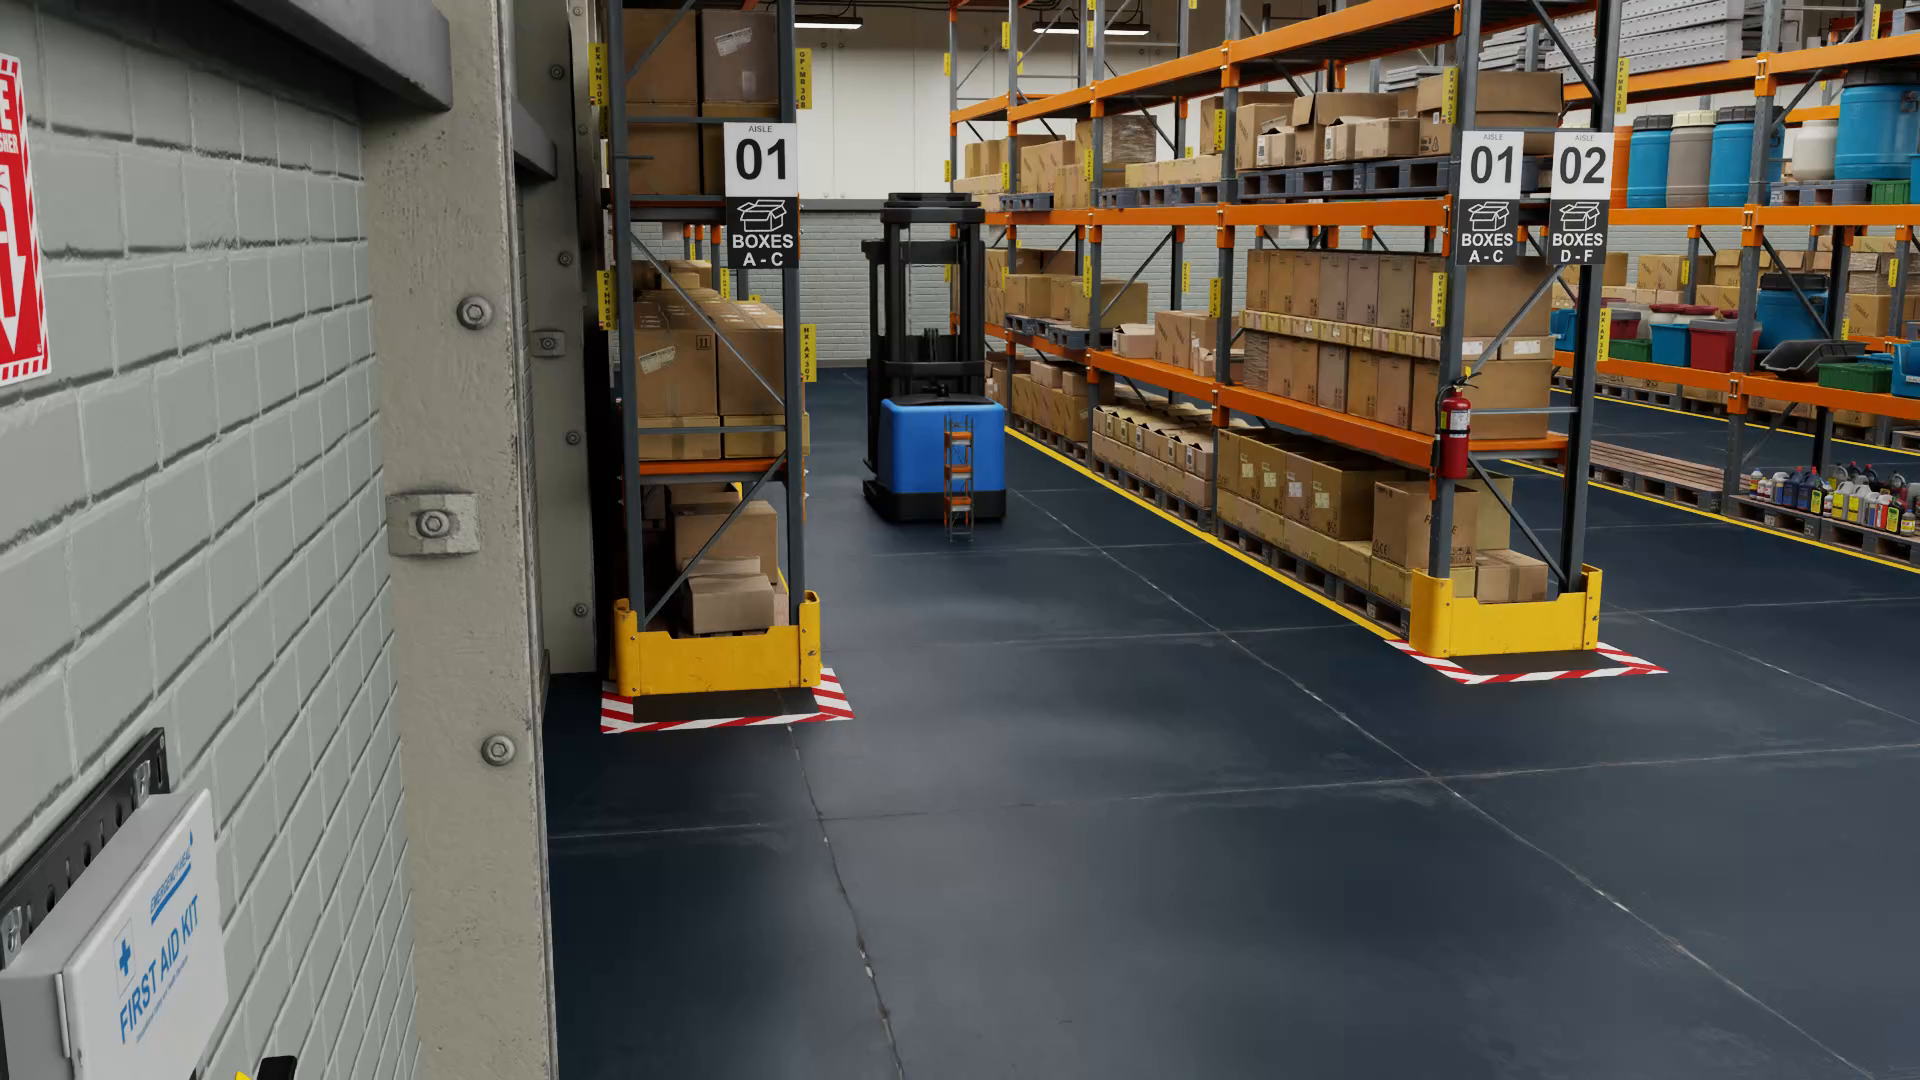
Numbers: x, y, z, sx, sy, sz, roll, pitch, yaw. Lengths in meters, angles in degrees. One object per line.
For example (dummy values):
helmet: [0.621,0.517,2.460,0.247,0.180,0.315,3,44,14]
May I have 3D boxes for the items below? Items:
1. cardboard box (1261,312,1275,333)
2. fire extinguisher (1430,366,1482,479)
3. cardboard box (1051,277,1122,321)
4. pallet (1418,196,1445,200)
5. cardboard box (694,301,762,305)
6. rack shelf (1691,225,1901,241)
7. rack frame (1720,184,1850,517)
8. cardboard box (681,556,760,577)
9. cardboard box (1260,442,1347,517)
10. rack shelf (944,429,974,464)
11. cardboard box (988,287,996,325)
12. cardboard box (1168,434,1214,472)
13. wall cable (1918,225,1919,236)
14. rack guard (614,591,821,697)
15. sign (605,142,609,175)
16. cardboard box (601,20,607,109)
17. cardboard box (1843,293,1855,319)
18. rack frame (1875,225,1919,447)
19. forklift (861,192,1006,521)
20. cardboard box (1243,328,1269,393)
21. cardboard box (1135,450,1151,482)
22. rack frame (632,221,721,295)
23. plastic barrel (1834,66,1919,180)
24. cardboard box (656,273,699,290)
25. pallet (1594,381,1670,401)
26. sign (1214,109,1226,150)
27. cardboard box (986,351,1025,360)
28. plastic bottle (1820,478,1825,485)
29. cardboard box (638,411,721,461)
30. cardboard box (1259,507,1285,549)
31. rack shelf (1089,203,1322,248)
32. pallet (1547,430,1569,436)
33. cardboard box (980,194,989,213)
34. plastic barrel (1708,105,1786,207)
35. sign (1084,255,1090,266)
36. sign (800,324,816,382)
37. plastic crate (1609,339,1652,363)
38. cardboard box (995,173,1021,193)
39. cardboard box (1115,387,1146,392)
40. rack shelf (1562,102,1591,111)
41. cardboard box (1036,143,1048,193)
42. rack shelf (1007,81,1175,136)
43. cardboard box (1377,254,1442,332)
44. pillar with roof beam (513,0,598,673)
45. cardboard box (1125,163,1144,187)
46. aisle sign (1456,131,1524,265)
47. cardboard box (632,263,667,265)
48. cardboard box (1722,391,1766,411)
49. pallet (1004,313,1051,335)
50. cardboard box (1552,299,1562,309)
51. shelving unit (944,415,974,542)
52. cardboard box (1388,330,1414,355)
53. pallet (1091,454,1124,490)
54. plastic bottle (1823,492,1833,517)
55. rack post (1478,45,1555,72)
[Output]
cardboard box: [2.644,-1.748,13.358,0.380,0.149,0.250,-2,11,-13]
fire extinguisher: [3.027,-0.720,10.164,0.296,0.674,0.183,-2,11,-11]
cardboard box: [1.529,-2.931,20.183,0.700,0.500,0.500,-5,12,-25]
pallet: [6.457,-4.210,20.774,1.003,0.211,1.213,-2,11,-11]
cardboard box: [-1.782,-1.578,12.809,0.500,0.500,0.500,-2,11,-11]
rack shelf: [11.232,-4.110,21.671,1.077,0.370,4.000,-2,11,-11]
rack frame: [7.541,-1.710,15.157,1.000,3.000,0.127,-2,11,-11]
cardboard box: [-1.556,0.254,10.853,0.500,0.311,0.500,-1,11,-6]
cardboard box: [2.659,-0.474,12.891,0.500,0.500,0.500,-2,11,-11]
rack shelf: [-0.010,-0.794,14.099,0.215,0.259,0.240,-2,11,-11]
cardboard box: [0.675,-3.223,22.842,0.500,0.500,0.500,-2,11,-9]
cardboard box: [2.214,-0.820,15.215,0.500,0.311,0.500,-2,11,-9]
wall cable: [20.055,-6.037,35.176,0.588,1.984,0.122,-2,11,-11]
rack guard: [-1.414,0.598,9.716,1.175,0.500,0.348,-2,11,-11]
sign: [-3.501,-3.831,16.684,0.100,0.325,0.005,-2,11,-11]
cardboard box: [-1.856,-2.809,9.913,0.500,0.500,0.500,-1,11,-7]
cardboard box: [11.191,-2.846,20.858,0.500,0.500,0.500,-2,11,-12]
rack frame: [11.621,-2.623,19.957,1.000,3.000,0.127,-2,11,-11]
forklift: [-0.351,-1.838,16.012,1.130,2.935,3.031,-2,11,-10]
cardboard box: [2.774,-1.498,13.778,0.700,0.500,0.500,-2,11,-12]
cardboard box: [2.022,-0.731,16.247,0.500,0.250,0.500,-2,11,-10]
rack frame: [-2.955,-2.083,17.118,1.000,3.000,0.127,-2,11,-11]
plastic barrel: [7.629,-3.449,13.810,0.600,0.901,0.708,-2,11,-11]
cardboard box: [-2.781,-2.546,16.373,0.380,0.149,0.250,-4,12,-21]
pallet: [10.531,-2.354,25.998,1.003,0.211,1.213,-2,11,-11]
sign: [2.151,-3.391,13.742,0.100,0.325,0.005,-2,11,-11]
cardboard box: [0.695,-2.628,25.493,0.500,0.500,0.500,-2,11,-11]
plastic bottle: [7.437,-0.400,14.397,0.097,0.271,0.097,0,11,0]
cardboard box: [-1.680,-0.631,9.835,0.500,0.250,0.500,-2,11,-10]
cardboard box: [2.659,-0.106,12.961,0.500,0.250,0.500,-2,11,-11]
rack shelf: [2.292,-3.017,15.928,1.077,0.370,4.000,-2,11,-11]
pallet: [6.569,-1.217,20.023,1.003,0.211,1.213,-2,11,-11]
cardboard box: [0.577,-4.660,23.038,0.500,0.250,0.500,-2,11,-11]
plastic barrel: [7.229,-3.515,15.278,0.600,0.901,0.708,-2,11,-11]
sign: [1.669,-3.587,21.924,0.100,0.325,0.005,-2,11,-11]
sign: [-0.867,-1.061,9.432,0.100,0.325,0.005,-2,11,-11]
plastic crate: [6.925,-1.915,16.801,0.450,0.188,0.662,-2,11,-11]
cardboard box: [0.764,-4.722,22.026,0.500,0.250,0.500,-2,11,-11]
cardboard box: [1.895,-1.534,19.742,0.500,0.500,0.500,-2,11,-12]
rack shelf: [6.374,-5.207,20.482,1.077,0.370,4.000,-2,11,-11]
cardboard box: [1.303,-4.559,20.445,0.600,0.600,0.600,-2,11,-12]
rack shelf: [1.514,-5.028,19.539,1.077,0.370,4.000,-2,11,-11]
cardboard box: [3.263,-1.675,11.238,0.700,0.500,0.500,-2,11,-12]
pillar with roof beam: [1.839,-3.816,10.180,9.100,9.000,0.400,-2,11,-11]
cardboard box: [2.047,-3.789,17.336,0.500,0.250,0.500,-3,11,-15]
aisle sign: [3.184,-2.051,9.997,0.394,0.787,0.004,-2,11,-11]
cardboard box: [-3.591,-3.013,18.882,0.500,0.250,0.500,-2,11,-12]
cardboard box: [11.162,-2.239,22.497,1.225,0.875,0.875,-3,11,-13]
pallet: [1.174,-2.753,21.150,1.003,0.211,1.213,-2,11,-11]
cardboard box: [9.862,-3.843,27.038,0.380,0.149,0.250,-2,11,-12]
shelving unit: [-0.010,-0.526,14.150,0.215,1.050,0.252,-2,11,-11]
cardboard box: [3.096,-1.322,11.119,0.380,0.149,0.250,-2,11,-12]
pallet: [2.025,-0.742,17.528,1.003,0.211,1.213,-2,11,-11]
plastic bottle: [7.360,-0.301,14.061,0.097,0.201,0.097,0,11,0]
rack post: [6.582,-5.485,19.147,0.954,0.300,0.937,-2,11,-11]
